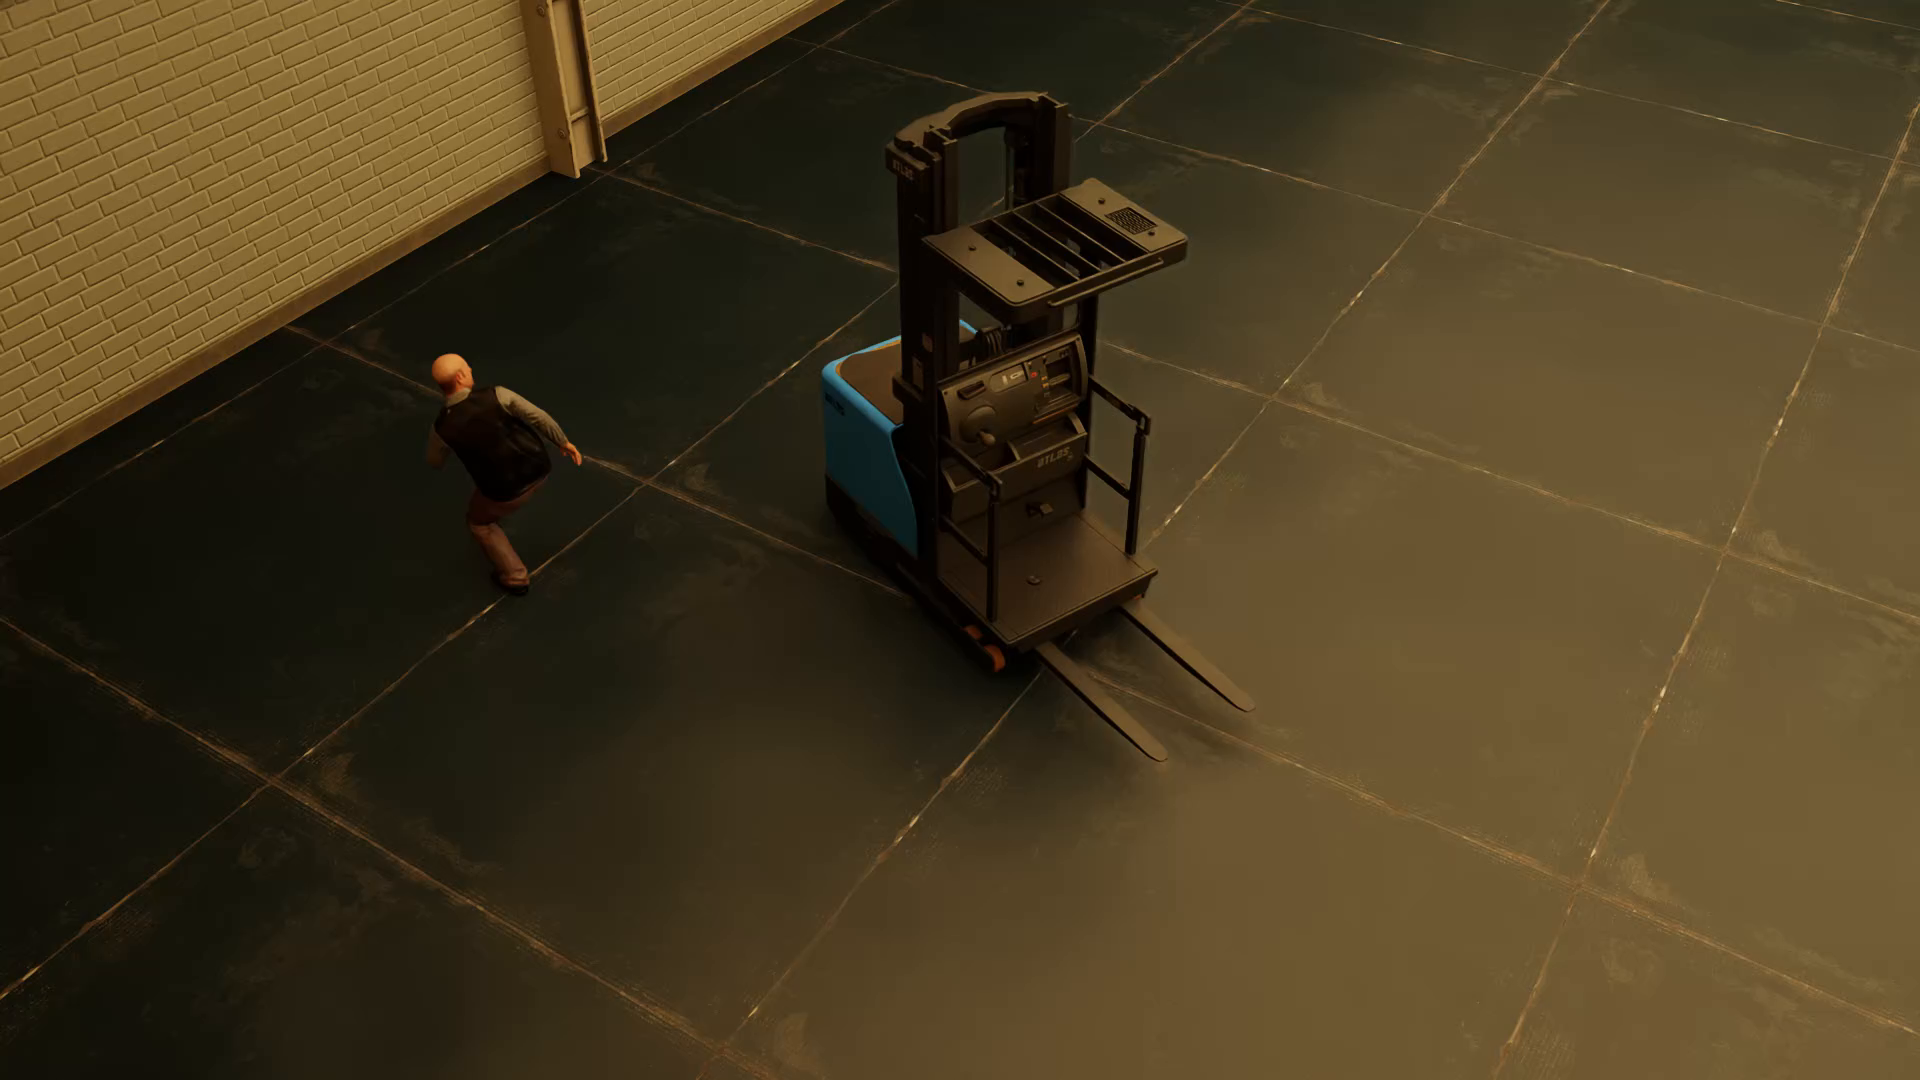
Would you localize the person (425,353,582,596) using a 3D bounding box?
[{"bbox_3d":[-2.691,-0.462,9.612,0.746,1.541,0.762,-31,49,-32],"label":"person"}]

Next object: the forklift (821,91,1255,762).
[{"bbox_3d":[0.425,-0.730,8.829,1.130,2.935,3.031,-25,46,-26],"label":"forklift"}]
